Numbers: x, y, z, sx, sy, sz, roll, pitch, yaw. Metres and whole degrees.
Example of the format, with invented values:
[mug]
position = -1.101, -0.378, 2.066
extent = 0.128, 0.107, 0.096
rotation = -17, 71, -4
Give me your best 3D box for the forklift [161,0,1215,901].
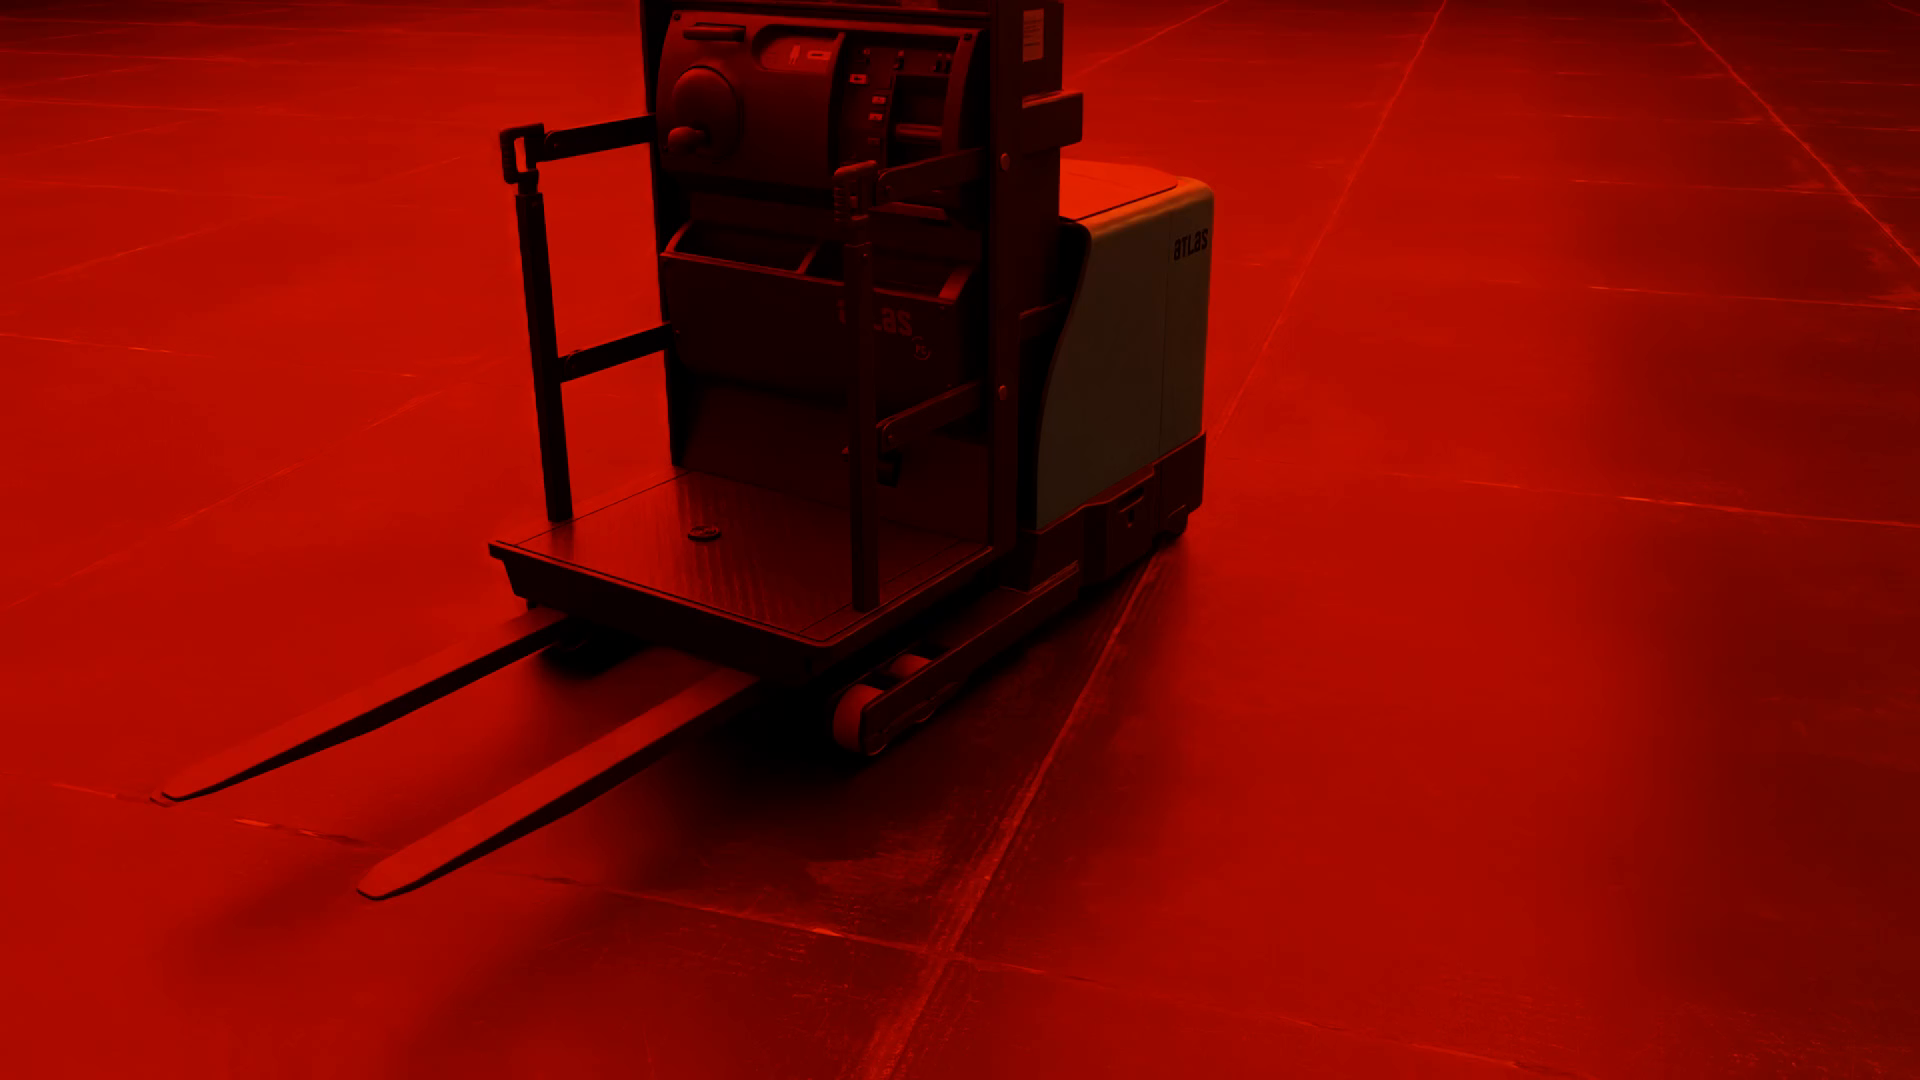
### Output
[forklift]
position = -0.478, -1.055, 3.835
extent = 1.130, 2.935, 3.031
rotation = 14, 26, 31
